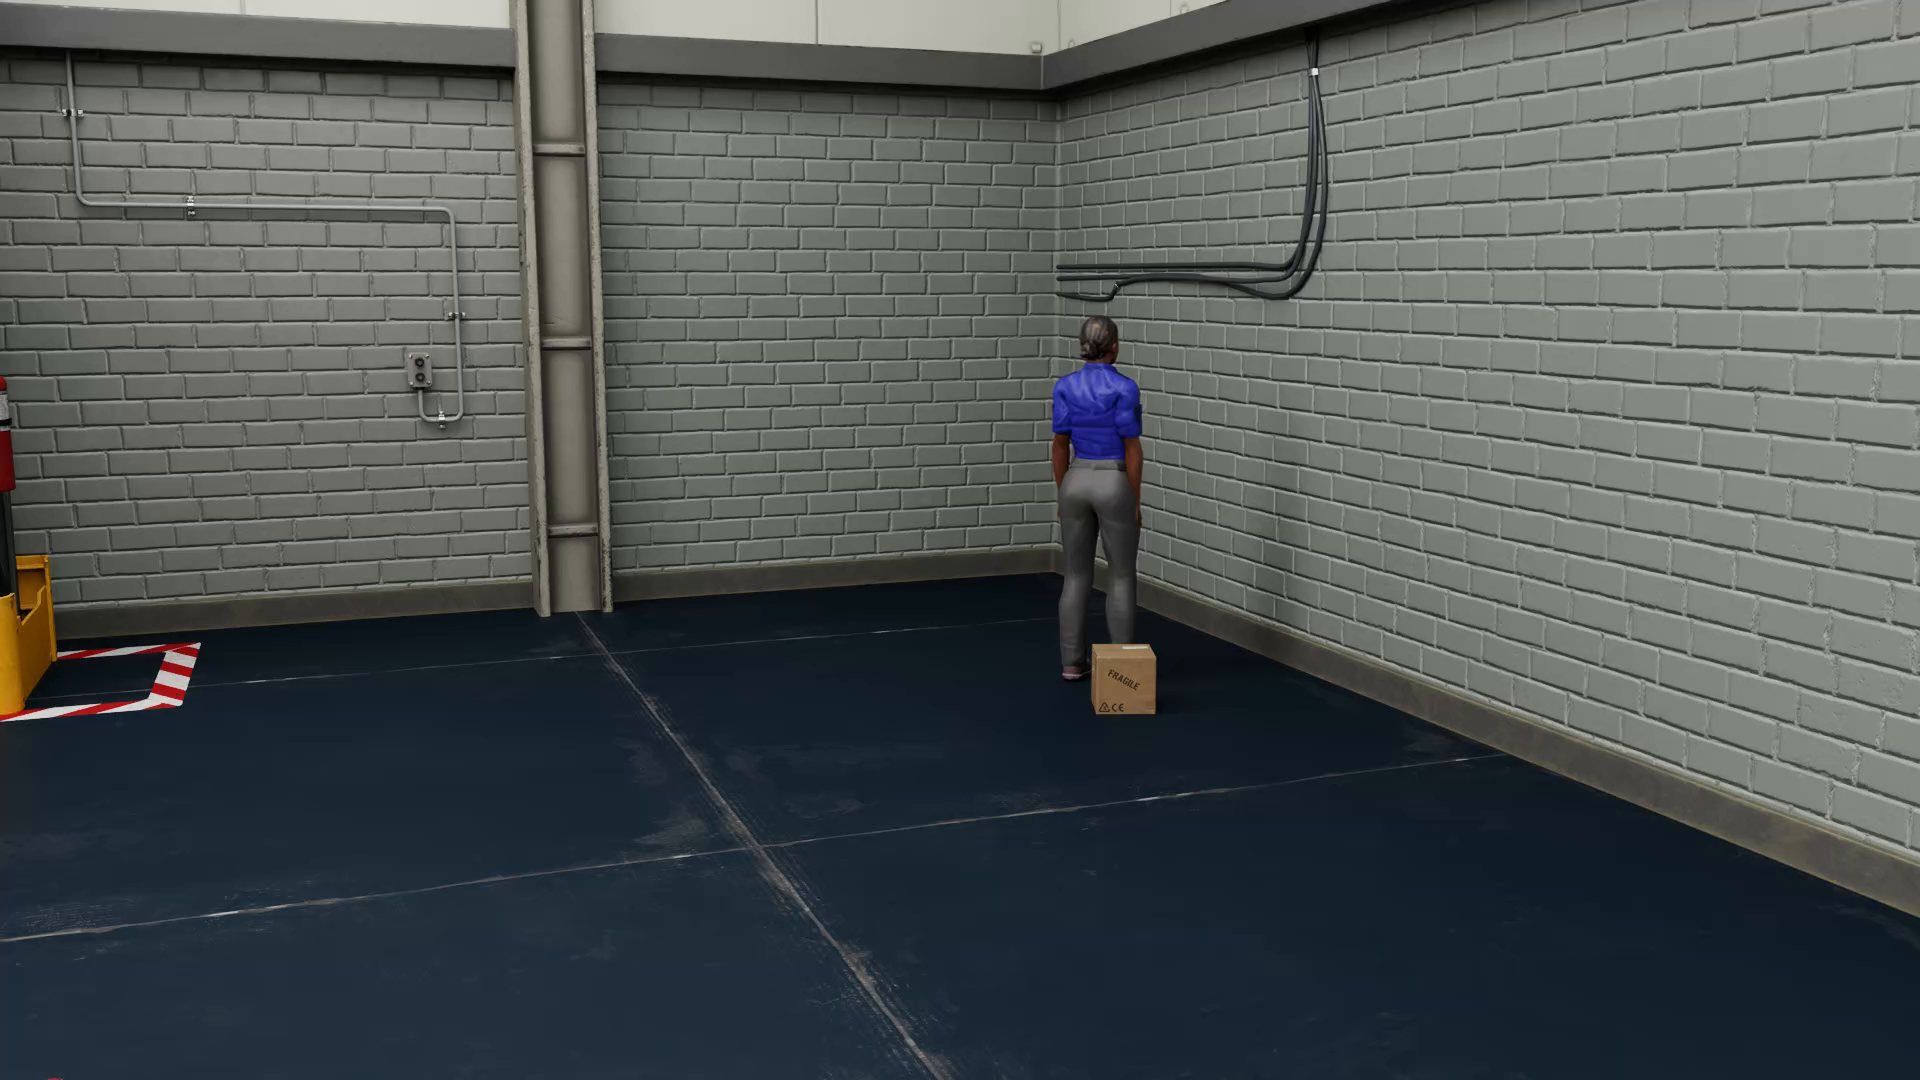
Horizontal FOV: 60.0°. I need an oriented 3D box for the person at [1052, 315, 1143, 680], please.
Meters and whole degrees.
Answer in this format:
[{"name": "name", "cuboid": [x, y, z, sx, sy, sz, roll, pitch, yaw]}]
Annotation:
[{"name": "person", "cuboid": [0.646, -0.182, 7.525, 0.451, 1.660, 0.336, 5, 10, 26]}]
